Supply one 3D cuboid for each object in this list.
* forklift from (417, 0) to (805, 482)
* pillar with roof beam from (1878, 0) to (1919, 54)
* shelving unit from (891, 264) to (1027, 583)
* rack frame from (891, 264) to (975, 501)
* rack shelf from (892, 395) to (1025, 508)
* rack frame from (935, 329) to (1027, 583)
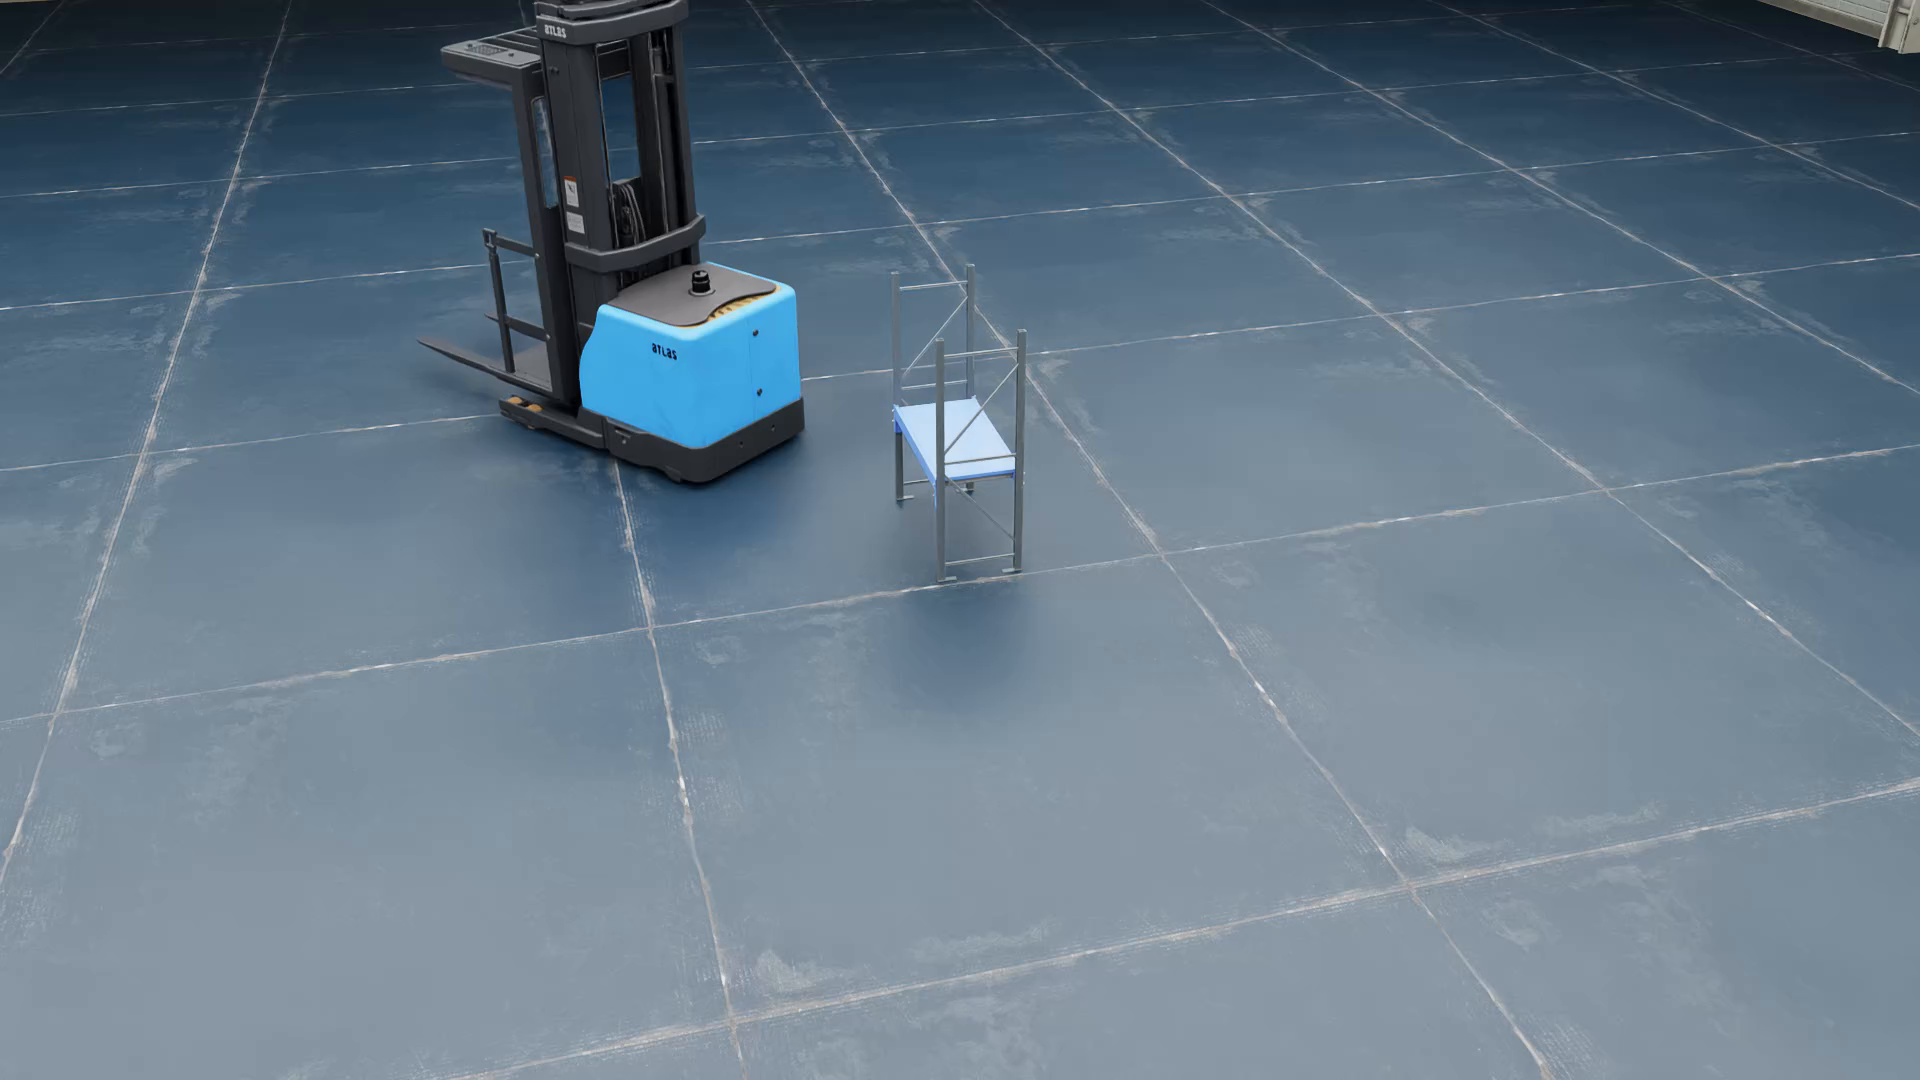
[{"bbox_3d":[-2.524,-2.210,10.874,3.031,2.935,1.130,20,36,31],"label":"forklift"},{"bbox_3d":[7.361,-9.338,17.131,9.100,9.000,0.400,-8,31,-13],"label":"pillar with roof beam"},{"bbox_3d":[-0.023,-0.690,9.677,0.538,1.500,1.048,-8,31,-13],"label":"shelving unit"},{"bbox_3d":[-0.158,-0.936,10.101,0.500,1.500,0.032,-8,31,-13],"label":"rack frame"},{"bbox_3d":[-0.023,-0.535,9.767,0.538,0.185,1.000,-8,31,-13],"label":"rack shelf"},{"bbox_3d":[0.112,-0.445,9.252,0.500,1.500,0.032,-8,31,-13],"label":"rack frame"}]
